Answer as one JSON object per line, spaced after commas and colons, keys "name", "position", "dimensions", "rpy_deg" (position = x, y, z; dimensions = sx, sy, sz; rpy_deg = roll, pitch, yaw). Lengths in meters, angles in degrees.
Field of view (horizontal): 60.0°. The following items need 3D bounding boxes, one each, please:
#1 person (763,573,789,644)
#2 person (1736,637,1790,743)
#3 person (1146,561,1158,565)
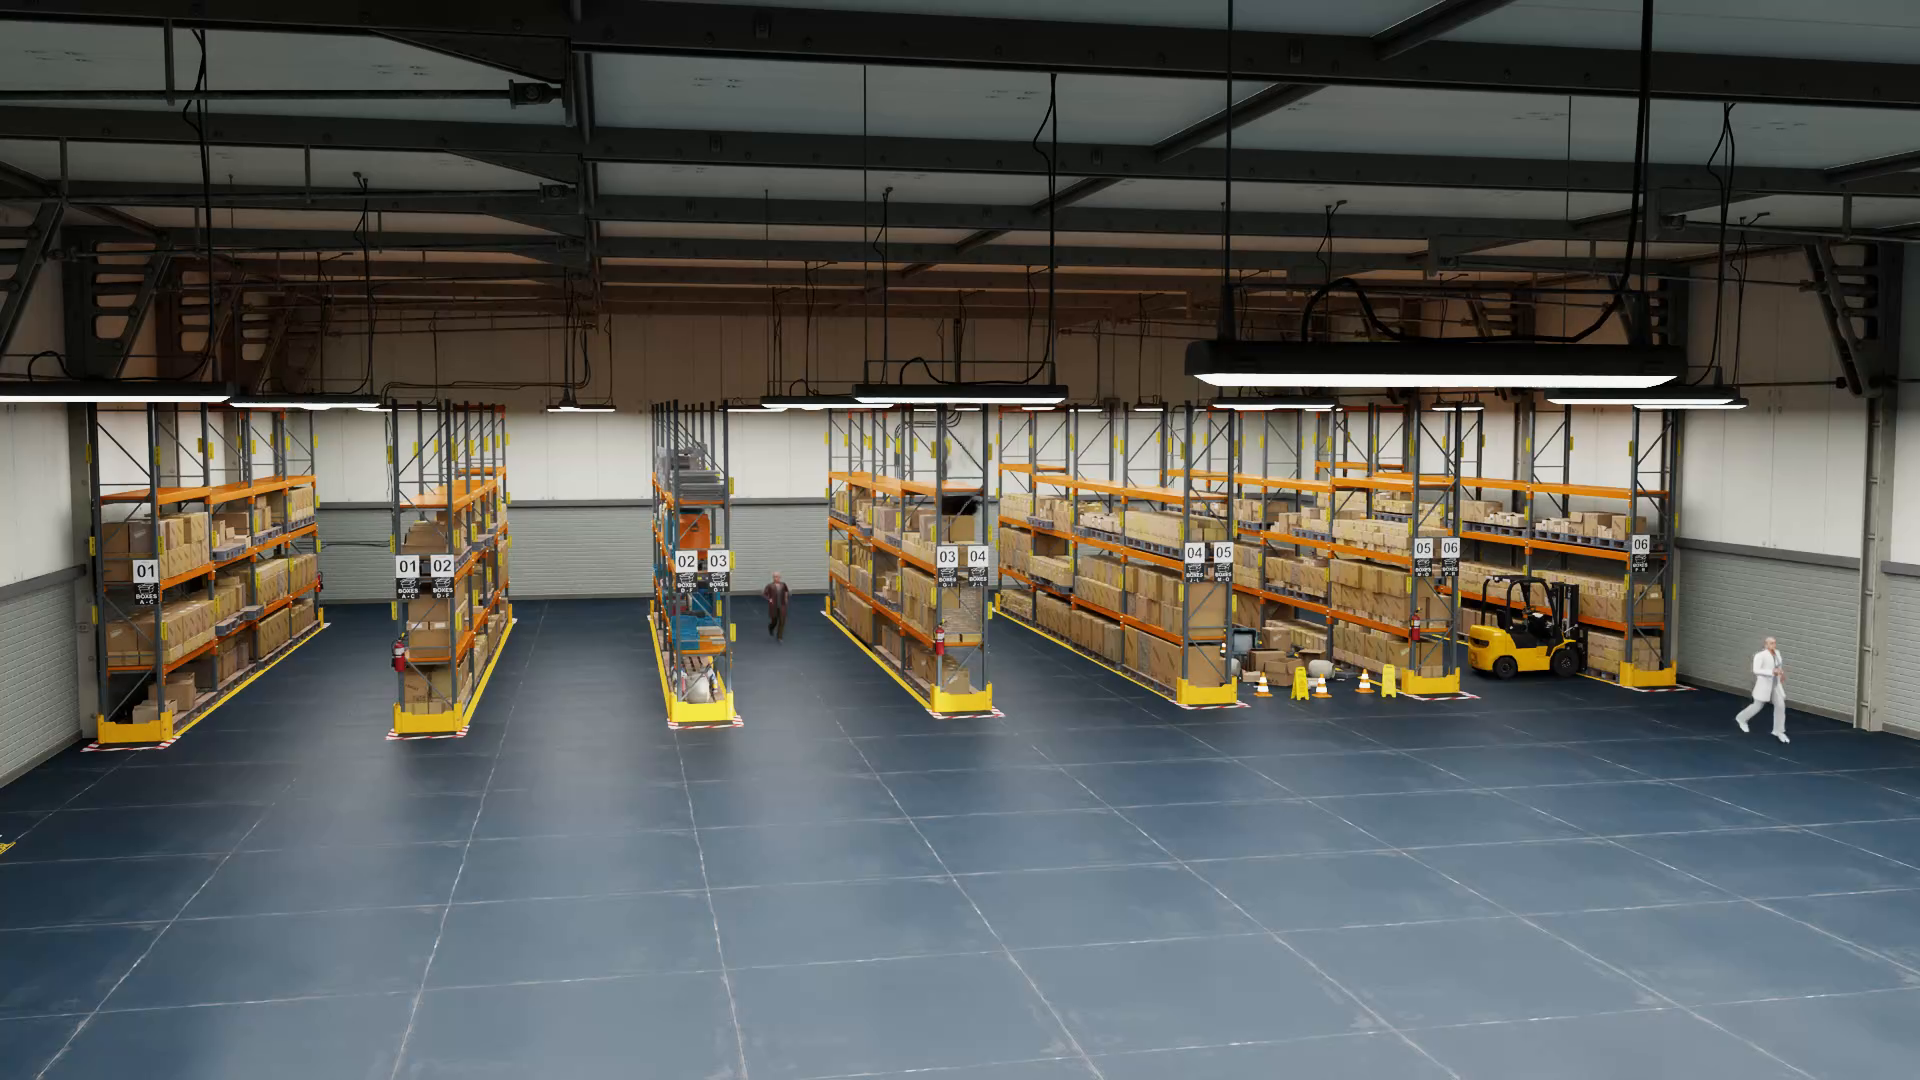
{"name": "person", "position": [-4.608, 1.698, 41.880], "dimensions": [0.712, 1.761, 0.918], "rpy_deg": [-2, 5, -22]}
{"name": "person", "position": [14.280, 2.612, 29.464], "dimensions": [0.724, 1.816, 1.045], "rpy_deg": [-1, 4, -16]}
{"name": "person", "position": [5.937, 1.005, 51.034], "dimensions": [0.849, 1.765, 0.683], "rpy_deg": [-2, 5, -22]}
